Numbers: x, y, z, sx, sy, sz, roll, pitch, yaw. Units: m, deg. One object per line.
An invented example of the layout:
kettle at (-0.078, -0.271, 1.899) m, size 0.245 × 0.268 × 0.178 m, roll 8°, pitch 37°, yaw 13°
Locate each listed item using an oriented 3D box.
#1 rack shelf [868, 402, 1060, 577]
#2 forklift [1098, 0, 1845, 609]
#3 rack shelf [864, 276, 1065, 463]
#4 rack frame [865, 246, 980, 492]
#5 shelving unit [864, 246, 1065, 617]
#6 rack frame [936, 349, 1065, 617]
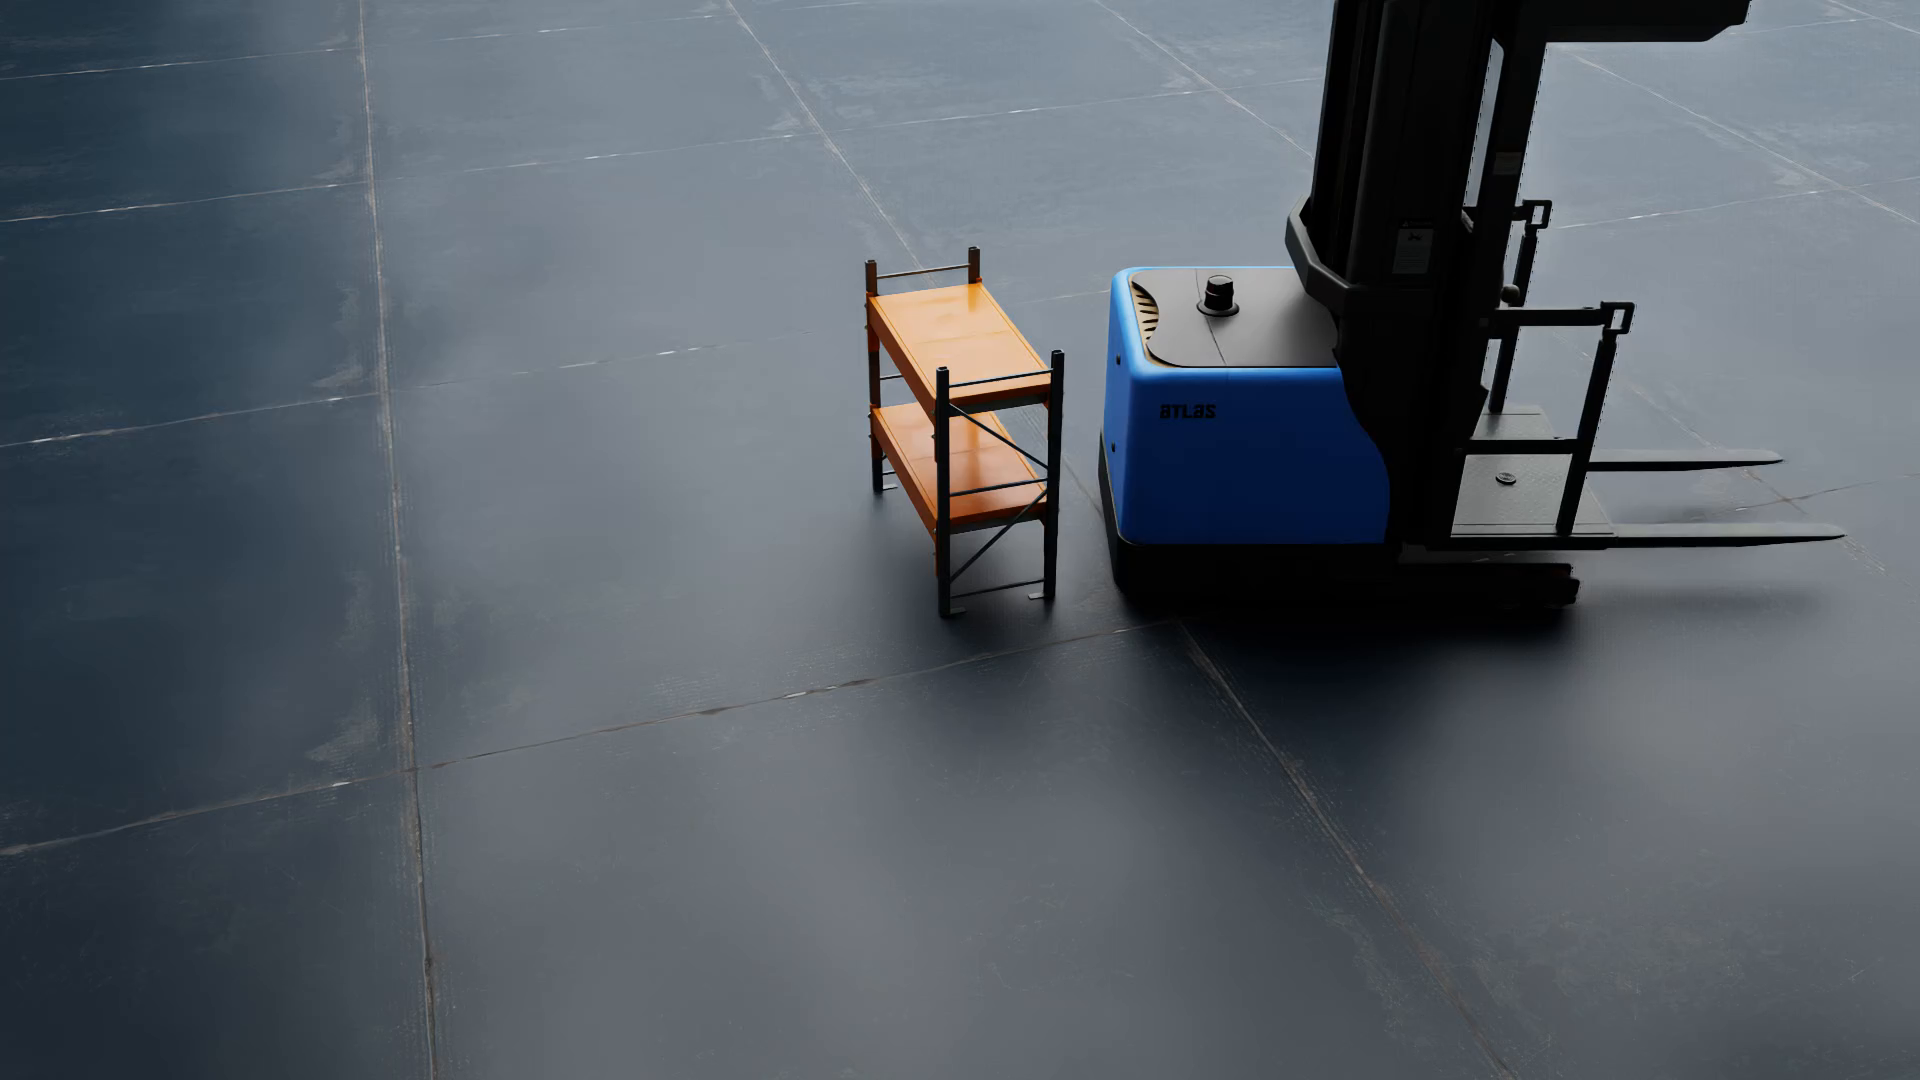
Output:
rack shelf at (-0.002, -0.269, 7.080) m, size 0.538 × 0.278 × 1.000 m, roll -10°, pitch 35°, yaw -15°
forklift at (2.147, -1.233, 6.458) m, size 3.031 × 2.935 × 1.130 m, roll 0°, pitch 33°, yaw 0°
rack shelf at (-0.002, -0.717, 6.784) m, size 0.538 × 0.278 × 1.000 m, roll -10°, pitch 35°, yaw -15°
rack frame at (-0.157, -0.740, 7.349) m, size 0.500 × 1.125 × 0.032 m, roll -10°, pitch 35°, yaw -15°
shelving unit at (-0.002, -0.473, 6.945) m, size 0.538 × 1.125 × 1.048 m, roll -10°, pitch 35°, yaw -15°
rack frame at (0.153, -0.206, 6.541) m, size 0.500 × 1.125 × 0.032 m, roll -10°, pitch 35°, yaw -15°
